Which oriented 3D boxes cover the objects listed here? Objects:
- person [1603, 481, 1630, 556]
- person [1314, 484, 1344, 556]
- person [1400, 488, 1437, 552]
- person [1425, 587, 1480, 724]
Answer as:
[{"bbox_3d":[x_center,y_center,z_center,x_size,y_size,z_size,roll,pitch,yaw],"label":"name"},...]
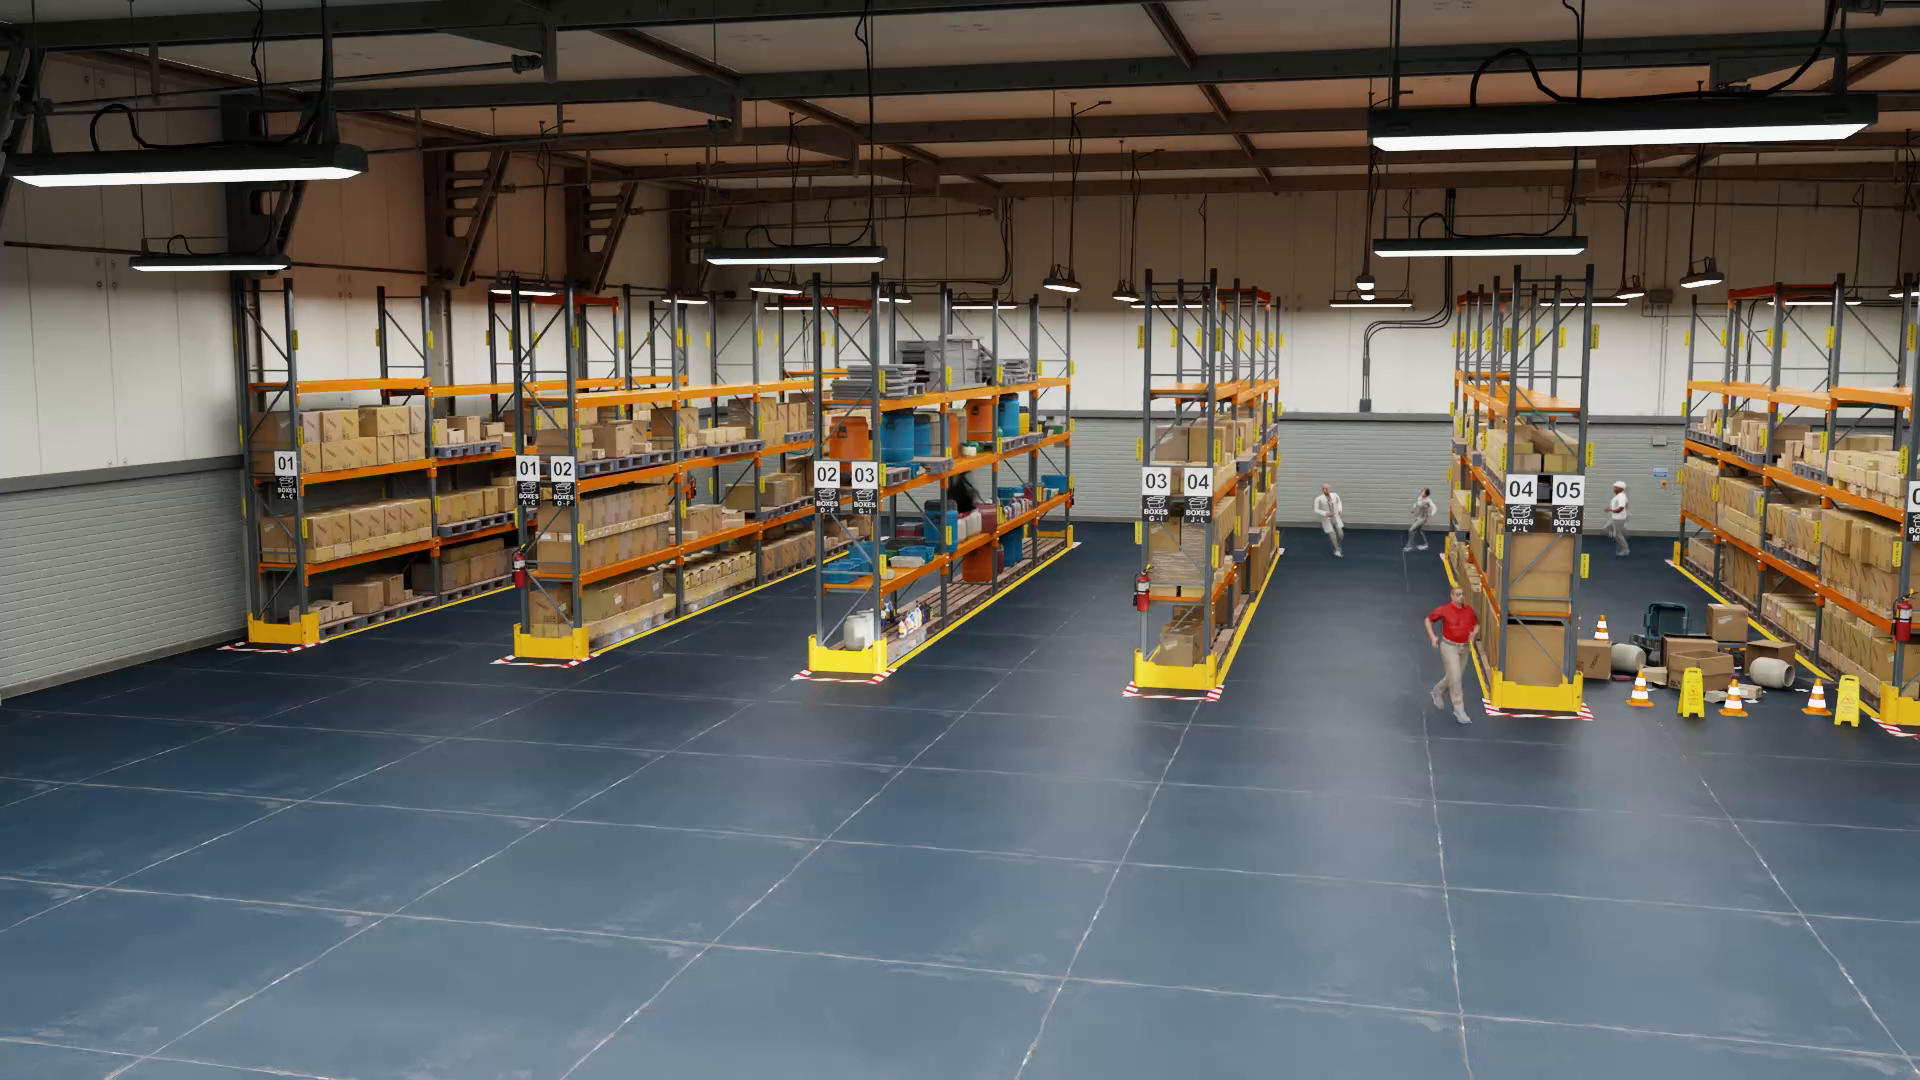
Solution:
[{"bbox_3d":[15.282,-0.506,38.690,0.638,1.728,0.680,1,7,12],"label":"person"},{"bbox_3d":[8.565,-0.462,38.540,0.756,1.687,0.613,-1,7,-7],"label":"person"},{"bbox_3d":[10.846,-0.482,39.431,0.726,1.547,0.657,0,7,-3],"label":"person"},{"bbox_3d":[6.620,1.499,22.206,0.718,1.756,0.941,-3,7,-21],"label":"person"}]
